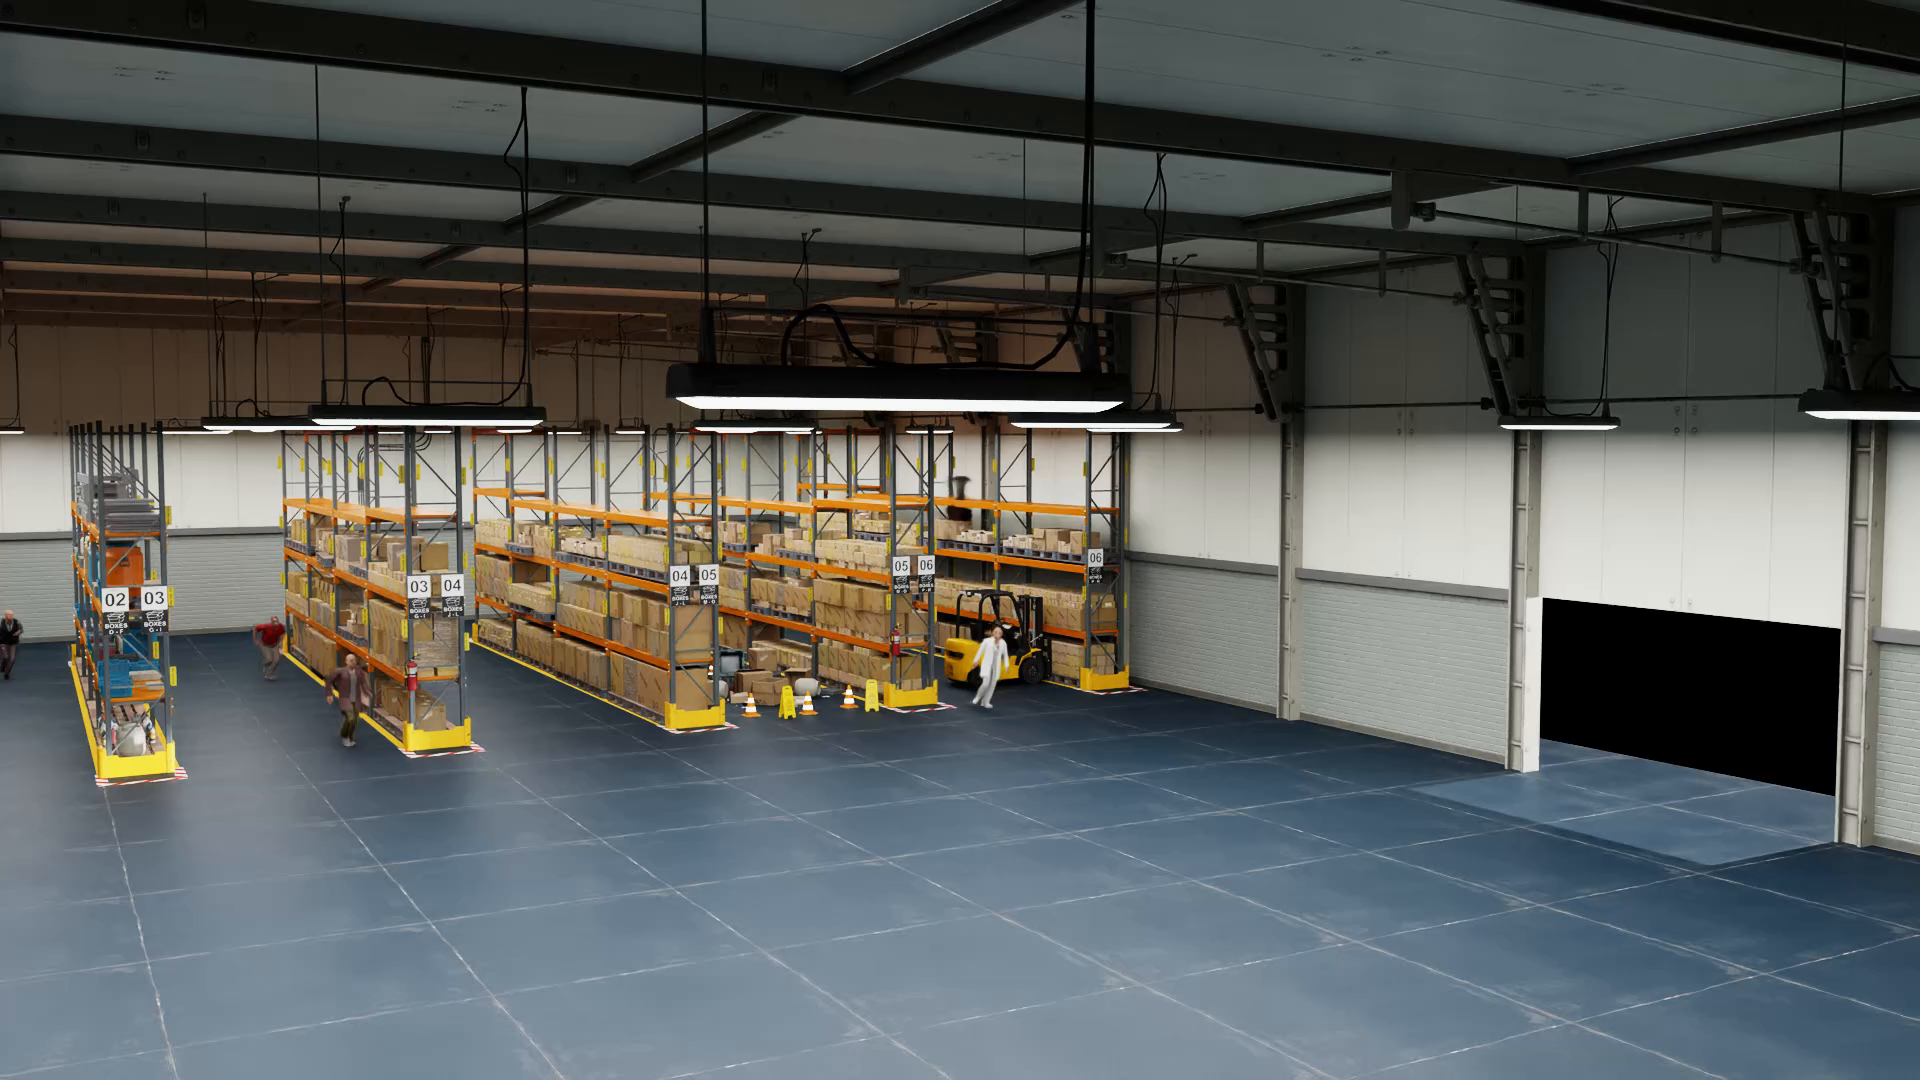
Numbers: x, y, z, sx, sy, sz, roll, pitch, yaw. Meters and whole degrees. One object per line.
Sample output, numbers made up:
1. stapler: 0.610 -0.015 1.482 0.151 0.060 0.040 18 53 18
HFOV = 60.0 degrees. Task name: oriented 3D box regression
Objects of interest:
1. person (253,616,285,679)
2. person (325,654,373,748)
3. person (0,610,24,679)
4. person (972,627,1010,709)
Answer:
1. person: -16.273 2.539 39.177 0.695 1.544 0.840 -3 5 -40
2. person: -11.229 2.984 30.628 0.766 1.685 0.701 3 5 41
3. person: -22.489 2.477 39.287 0.660 1.647 0.728 -3 5 -43
4. person: 0.637 2.692 35.112 0.731 1.739 0.588 -1 4 -23
